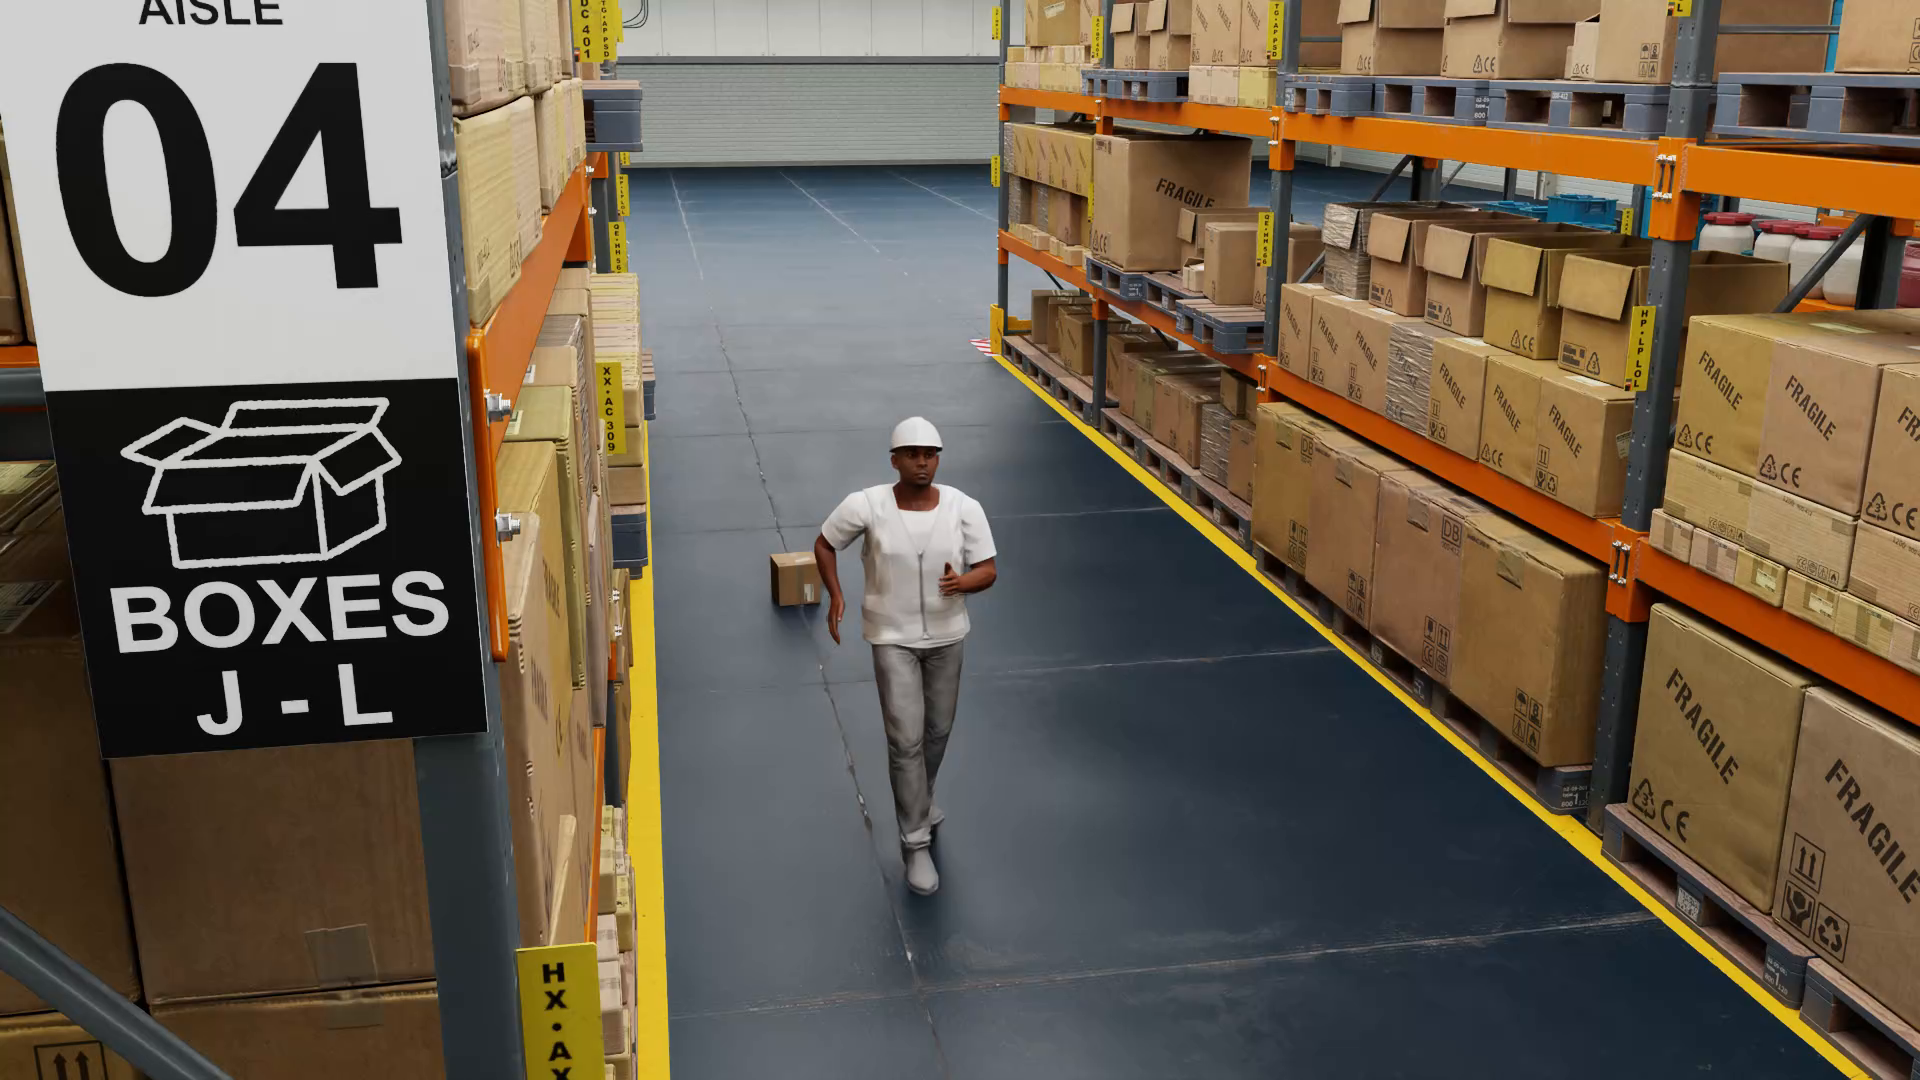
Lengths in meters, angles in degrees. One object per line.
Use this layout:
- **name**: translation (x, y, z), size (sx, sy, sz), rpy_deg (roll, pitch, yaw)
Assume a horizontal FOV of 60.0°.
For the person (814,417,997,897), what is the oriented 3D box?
- **person**: translation (-0.159, 0.414, 6.537), size (0.674, 1.772, 0.782), rpy_deg (-5, 17, -17)
